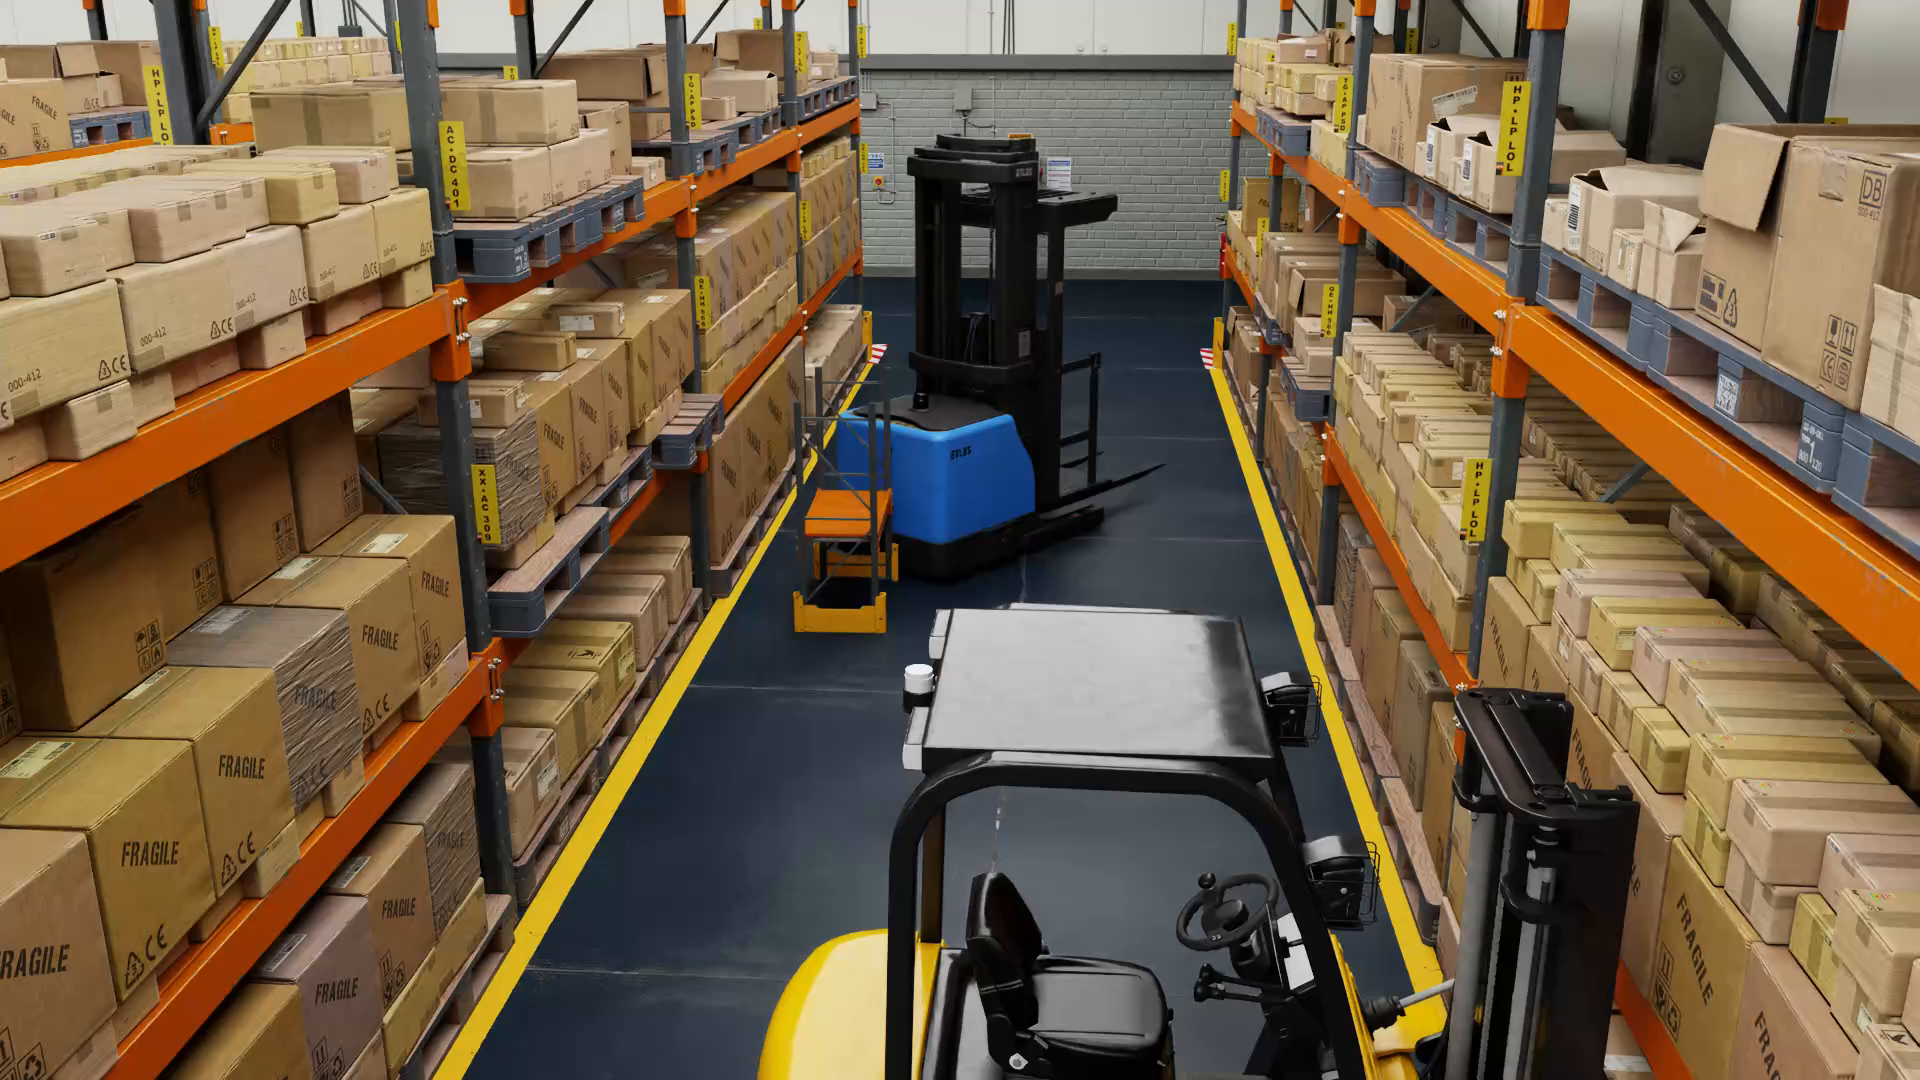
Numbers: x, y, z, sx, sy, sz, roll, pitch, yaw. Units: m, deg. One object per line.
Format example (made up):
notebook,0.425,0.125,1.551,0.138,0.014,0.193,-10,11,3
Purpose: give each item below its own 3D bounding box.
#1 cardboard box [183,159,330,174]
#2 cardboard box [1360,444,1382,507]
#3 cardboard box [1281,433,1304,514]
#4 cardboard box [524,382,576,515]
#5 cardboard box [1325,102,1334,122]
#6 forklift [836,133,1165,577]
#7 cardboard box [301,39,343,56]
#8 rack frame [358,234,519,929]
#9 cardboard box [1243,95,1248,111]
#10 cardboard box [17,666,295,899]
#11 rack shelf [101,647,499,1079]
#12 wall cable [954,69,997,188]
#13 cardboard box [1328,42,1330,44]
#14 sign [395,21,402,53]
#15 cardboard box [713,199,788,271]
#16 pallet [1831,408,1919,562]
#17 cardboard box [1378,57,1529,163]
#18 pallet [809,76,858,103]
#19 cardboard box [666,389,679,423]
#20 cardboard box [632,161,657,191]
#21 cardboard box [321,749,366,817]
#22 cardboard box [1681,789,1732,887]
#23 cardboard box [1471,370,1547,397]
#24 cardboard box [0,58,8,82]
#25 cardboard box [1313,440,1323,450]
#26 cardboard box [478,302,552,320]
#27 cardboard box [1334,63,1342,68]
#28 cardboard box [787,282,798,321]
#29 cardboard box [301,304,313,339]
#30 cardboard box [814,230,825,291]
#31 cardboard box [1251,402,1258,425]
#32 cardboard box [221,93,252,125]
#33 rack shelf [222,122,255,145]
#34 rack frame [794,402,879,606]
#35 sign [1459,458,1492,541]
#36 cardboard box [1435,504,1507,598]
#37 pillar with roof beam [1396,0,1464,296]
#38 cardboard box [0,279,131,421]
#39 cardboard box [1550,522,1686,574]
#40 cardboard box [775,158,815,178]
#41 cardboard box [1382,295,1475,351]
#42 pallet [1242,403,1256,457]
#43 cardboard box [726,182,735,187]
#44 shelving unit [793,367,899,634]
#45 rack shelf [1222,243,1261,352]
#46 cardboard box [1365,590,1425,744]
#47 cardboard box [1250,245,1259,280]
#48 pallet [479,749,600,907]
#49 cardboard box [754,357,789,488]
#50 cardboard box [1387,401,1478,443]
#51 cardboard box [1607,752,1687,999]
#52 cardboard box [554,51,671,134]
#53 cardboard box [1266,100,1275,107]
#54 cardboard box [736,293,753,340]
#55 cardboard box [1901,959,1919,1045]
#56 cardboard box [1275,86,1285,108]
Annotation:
cardboard box,-2.295,-1.161,5.454,0.380,0.149,0.250,2,18,5
cardboard box,2.451,-0.353,8.924,0.500,0.250,0.500,1,18,2
cardboard box,2.713,-0.500,12.473,0.500,0.500,0.500,1,18,2
cardboard box,-2.085,-0.424,7.586,0.500,0.500,0.500,1,18,4
cardboard box,2.701,-2.931,11.335,0.380,0.149,0.250,2,18,6
forklift,0.450,-1.521,12.358,1.130,2.935,3.031,15,23,38
cardboard box,-6.378,-4.902,16.546,0.380,0.149,0.250,1,18,3
rack frame,-2.440,0.260,6.813,1.000,3.000,0.127,1,18,4
cardboard box,2.956,-4.252,16.168,0.380,0.149,0.250,1,18,4
cardboard box,-2.319,0.695,4.847,0.500,0.500,0.500,1,18,3
rack shelf,-2.584,1.223,5.030,1.077,0.370,4.000,1,18,4
wall cable,0.216,-5.674,23.290,0.588,1.984,0.122,1,18,4
cardboard box,3.490,-4.470,15.390,0.500,0.250,0.500,1,18,4
sign,-5.973,-5.374,17.767,0.100,0.325,0.005,1,18,4
cardboard box,-1.678,-2.442,13.293,0.500,0.500,0.500,2,18,5
pallet,2.301,0.009,2.902,1.003,0.211,1.213,1,18,4
cardboard box,2.566,-2.215,8.551,0.700,0.500,0.500,1,18,3
pallet,-1.623,-4.620,17.030,1.003,0.211,1.213,1,18,4
cardboard box,-1.863,-0.792,9.751,0.380,0.149,0.250,1,18,3
cardboard box,-1.976,-2.109,9.628,0.380,0.149,0.250,1,18,4
cardboard box,-2.229,0.801,5.564,0.380,0.149,0.250,1,18,3
cardboard box,2.037,0.743,4.136,0.380,0.149,0.250,1,18,4
cardboard box,2.945,-0.803,8.855,0.380,0.149,0.250,1,18,4
cardboard box,-6.778,-3.258,11.342,0.396,0.266,0.258,1,18,4
cardboard box,2.696,-0.599,11.733,0.380,0.149,0.250,2,18,6
cardboard box,-2.447,-1.074,9.572,0.500,0.500,0.500,2,18,7
cardboard box,3.179,-3.714,13.214,0.380,0.149,0.250,1,18,3
cardboard box,-1.648,-2.009,13.977,0.500,0.250,0.500,1,18,3
cardboard box,-2.324,-0.707,5.351,0.380,0.149,0.250,1,18,2
cardboard box,-1.532,-2.569,15.284,0.500,0.500,0.500,1,18,4
cardboard box,2.831,-1.140,14.988,0.380,0.149,0.250,1,18,2
cardboard box,-6.515,-3.796,14.615,0.500,0.250,0.500,2,18,7
rack shelf,-6.668,-4.009,16.178,1.077,0.370,4.000,1,18,4
rack frame,-0.767,-0.127,10.402,0.500,1.500,0.032,1,18,2
sign,1.969,-0.152,6.339,0.100,0.325,0.005,1,18,4
cardboard box,2.291,0.045,6.907,0.500,0.250,0.500,1,18,3
pillar with roof beam,-0.261,-5.258,14.019,9.100,9.000,0.400,1,18,4
cardboard box,-2.367,-0.461,3.959,0.500,0.250,0.500,2,18,6
cardboard box,2.281,0.048,5.779,0.380,0.149,0.250,2,18,5
cardboard box,-1.528,-3.384,15.126,0.380,0.149,0.250,1,18,4
cardboard box,2.990,-1.276,10.666,0.500,0.500,0.500,2,18,7
pallet,3.135,-1.003,15.147,1.003,0.211,1.213,1,18,4
cardboard box,-2.162,-3.159,14.437,0.380,0.149,0.250,1,18,3
shelving unit,-0.744,-0.288,10.893,0.587,1.500,1.083,1,18,2
rack shelf,3.228,-2.395,16.069,1.077,0.370,4.000,1,18,4
cardboard box,2.652,0.662,8.726,0.875,0.625,0.625,1,18,2
cardboard box,2.899,-2.505,15.014,0.500,0.250,0.500,1,18,4
pallet,-2.386,1.343,7.986,1.003,0.211,1.213,1,18,4
cardboard box,-1.889,-0.940,13.212,0.875,0.875,0.875,2,18,6
cardboard box,2.318,-0.579,8.171,0.380,0.149,0.250,1,18,2
cardboard box,2.105,0.929,4.610,0.500,0.500,0.500,1,18,4
cardboard box,-2.272,-2.967,11.008,0.700,0.500,0.500,0,18,1
cardboard box,2.869,-3.766,14.046,0.500,0.250,0.500,1,18,4
cardboard box,-1.785,-1.616,11.975,0.500,0.250,0.500,1,18,4
cardboard box,2.026,0.921,3.114,0.380,0.149,0.250,1,18,4
cardboard box,2.589,-3.347,12.573,0.380,0.149,0.250,2,18,5
